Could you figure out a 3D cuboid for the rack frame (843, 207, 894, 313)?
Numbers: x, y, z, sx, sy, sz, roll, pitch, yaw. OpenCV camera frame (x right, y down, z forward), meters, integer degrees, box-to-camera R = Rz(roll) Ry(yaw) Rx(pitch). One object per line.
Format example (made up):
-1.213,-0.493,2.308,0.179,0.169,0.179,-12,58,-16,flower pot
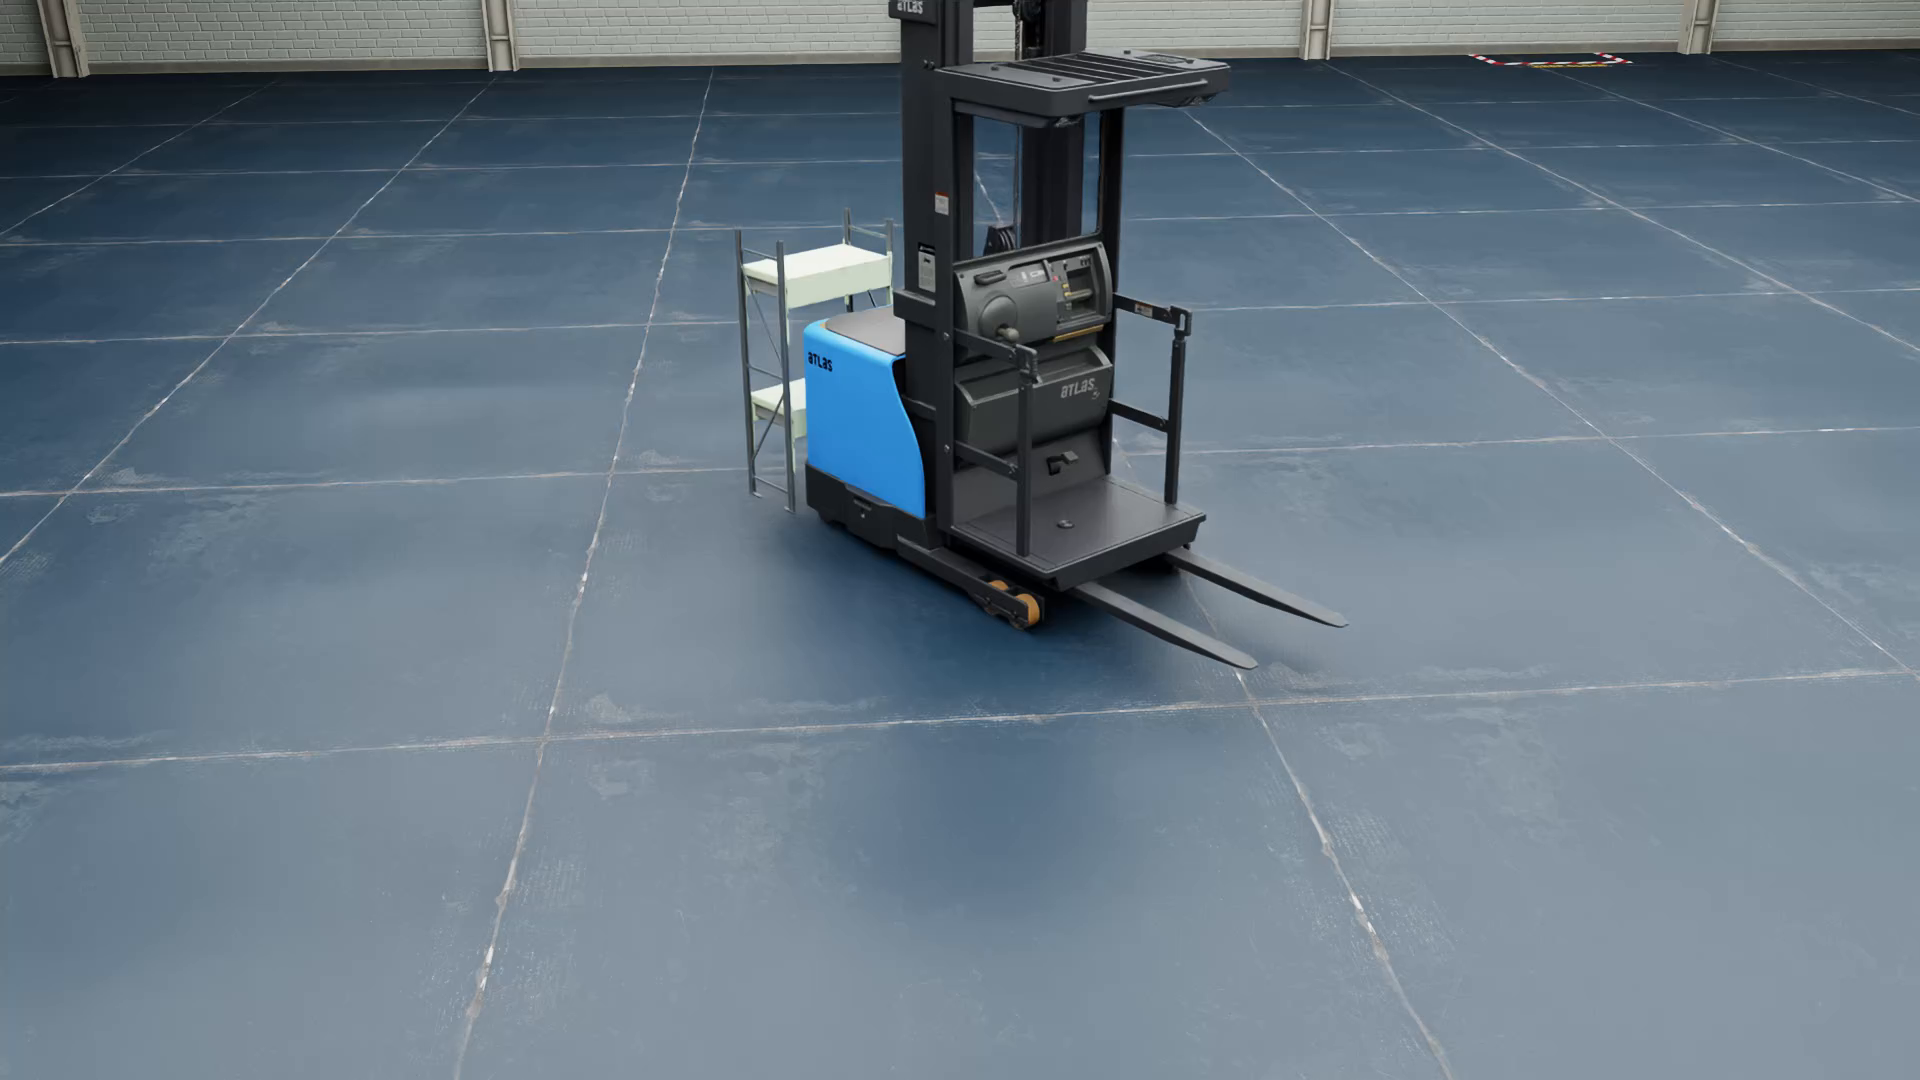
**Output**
-0.500,-1.093,9.360,0.023,1.500,0.400,-20,31,-38,rack frame

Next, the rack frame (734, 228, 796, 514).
-1.041,-0.893,8.910,0.023,1.500,0.400,-20,31,-38,rack frame

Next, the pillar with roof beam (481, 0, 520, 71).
-6.169,-9.178,18.321,0.400,9.000,9.100,-2,24,-5,pillar with roof beam

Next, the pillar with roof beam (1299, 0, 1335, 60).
5.773,-9.657,19.398,0.400,9.000,9.100,-2,24,-5,pillar with roof beam

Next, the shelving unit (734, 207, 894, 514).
-0.771,-0.993,9.135,0.755,1.500,0.431,-20,31,-38,shelving unit

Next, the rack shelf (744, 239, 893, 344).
-0.772,-1.350,8.978,0.720,0.370,0.431,-20,31,-38,rack shelf

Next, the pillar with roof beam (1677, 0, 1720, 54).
11.744,-9.897,19.937,0.400,9.000,9.100,-2,24,-5,pillar with roof beam

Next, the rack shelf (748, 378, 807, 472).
-0.770,-0.695,9.267,0.720,0.370,0.431,-20,31,-38,rack shelf

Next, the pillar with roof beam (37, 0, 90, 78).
-12.140,-8.939,17.782,0.400,9.000,9.100,-2,24,-5,pillar with roof beam

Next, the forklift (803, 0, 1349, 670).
0.499,-1.151,7.731,1.130,2.935,3.031,-19,30,-36,forklift
